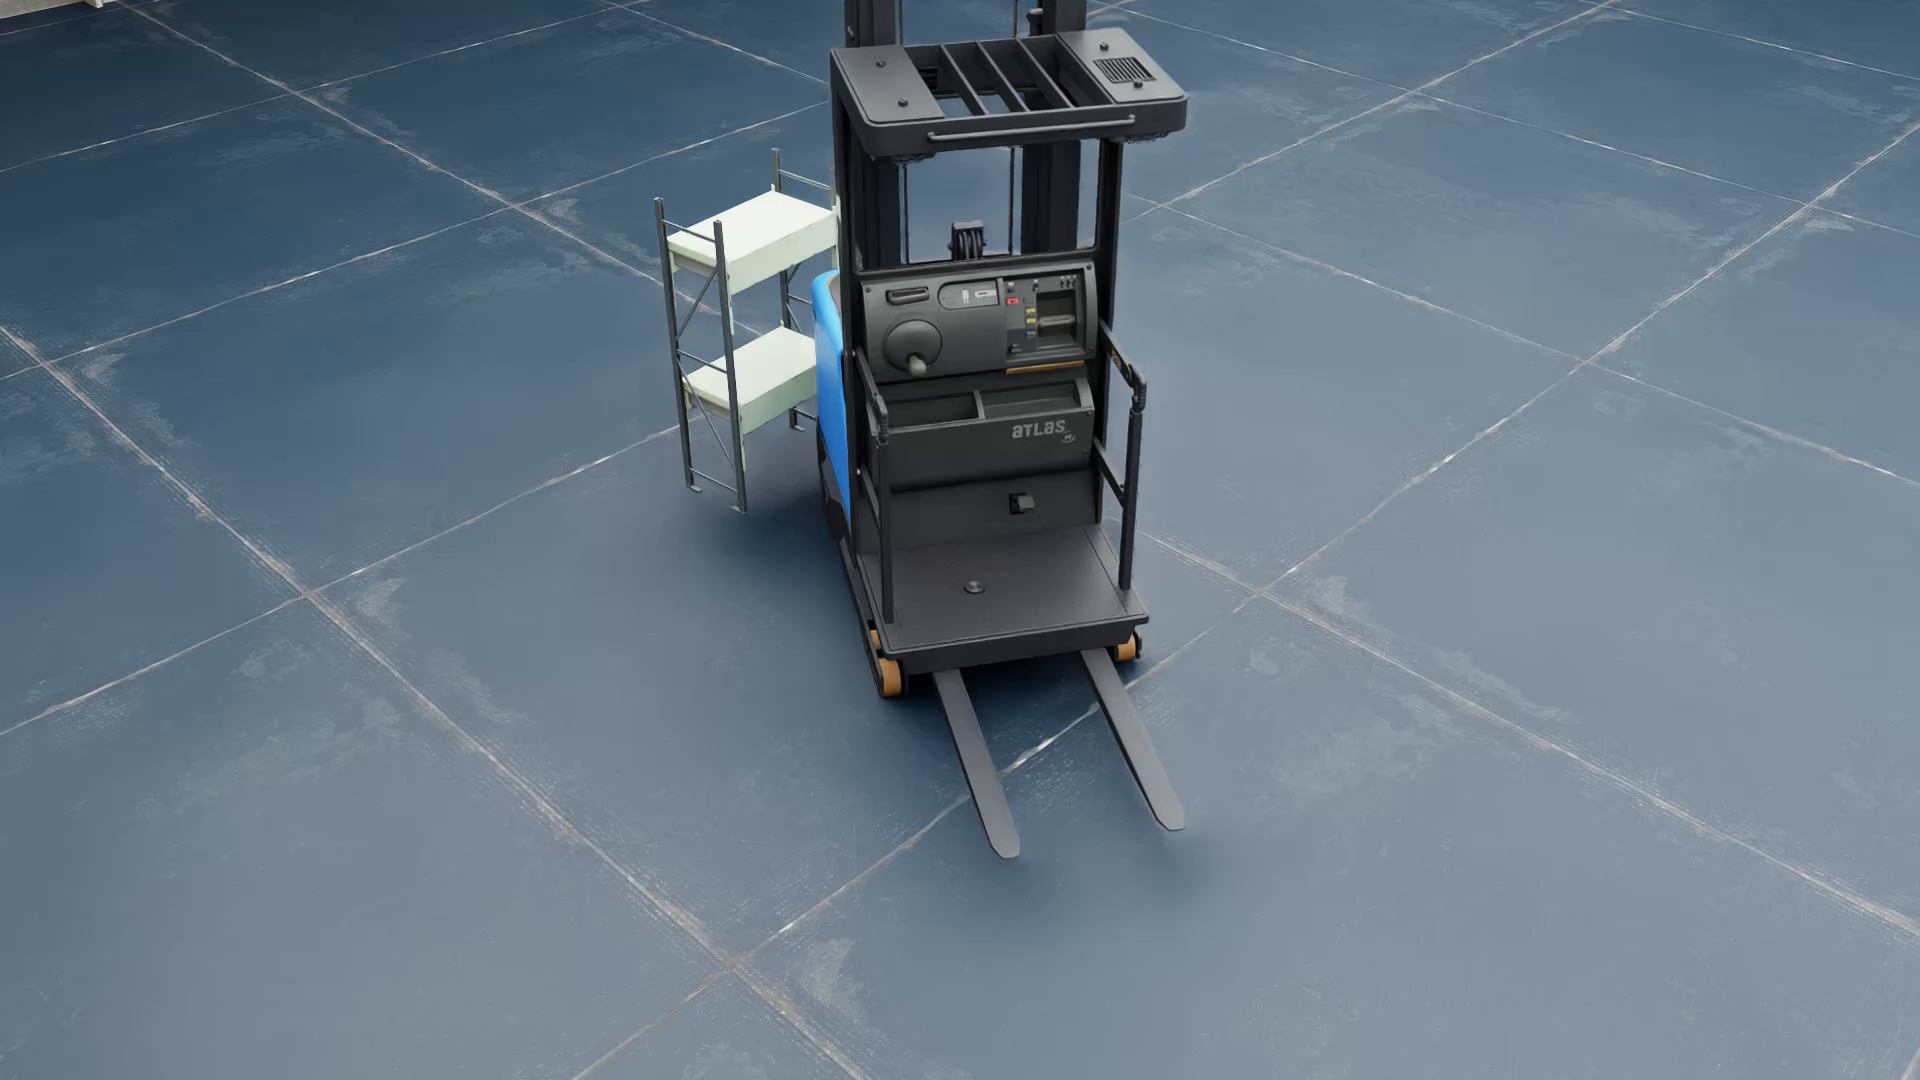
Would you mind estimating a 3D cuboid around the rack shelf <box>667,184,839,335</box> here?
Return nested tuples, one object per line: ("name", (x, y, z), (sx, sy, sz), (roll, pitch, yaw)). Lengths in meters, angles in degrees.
("rack shelf", (-0.946, -1.293, 7.610), (0.431, 0.370, 0.720), (25, 42, 31))

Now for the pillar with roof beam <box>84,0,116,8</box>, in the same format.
("pillar with roof beam", (-4.350, -6.682, 9.465), (9.100, 9.000, 0.400), (30, 45, 35))

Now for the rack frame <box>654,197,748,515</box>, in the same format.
("rack frame", (-1.175, -0.809, 7.600), (0.400, 1.500, 0.023), (25, 42, 31))

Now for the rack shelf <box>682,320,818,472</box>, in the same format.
("rack shelf", (-0.946, -0.705, 8.020), (0.431, 0.370, 0.720), (25, 42, 31))

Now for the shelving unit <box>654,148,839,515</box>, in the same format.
("shelving unit", (-0.946, -0.973, 7.834), (0.431, 1.500, 0.755), (25, 42, 31))

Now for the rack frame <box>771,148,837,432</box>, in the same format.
("rack frame", (-0.717, -1.136, 8.067), (0.400, 1.500, 0.023), (25, 42, 31))

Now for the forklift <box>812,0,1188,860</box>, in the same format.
("forklift", (0.133, -0.799, 6.333), (1.130, 2.935, 3.031), (-7, 36, -11))
